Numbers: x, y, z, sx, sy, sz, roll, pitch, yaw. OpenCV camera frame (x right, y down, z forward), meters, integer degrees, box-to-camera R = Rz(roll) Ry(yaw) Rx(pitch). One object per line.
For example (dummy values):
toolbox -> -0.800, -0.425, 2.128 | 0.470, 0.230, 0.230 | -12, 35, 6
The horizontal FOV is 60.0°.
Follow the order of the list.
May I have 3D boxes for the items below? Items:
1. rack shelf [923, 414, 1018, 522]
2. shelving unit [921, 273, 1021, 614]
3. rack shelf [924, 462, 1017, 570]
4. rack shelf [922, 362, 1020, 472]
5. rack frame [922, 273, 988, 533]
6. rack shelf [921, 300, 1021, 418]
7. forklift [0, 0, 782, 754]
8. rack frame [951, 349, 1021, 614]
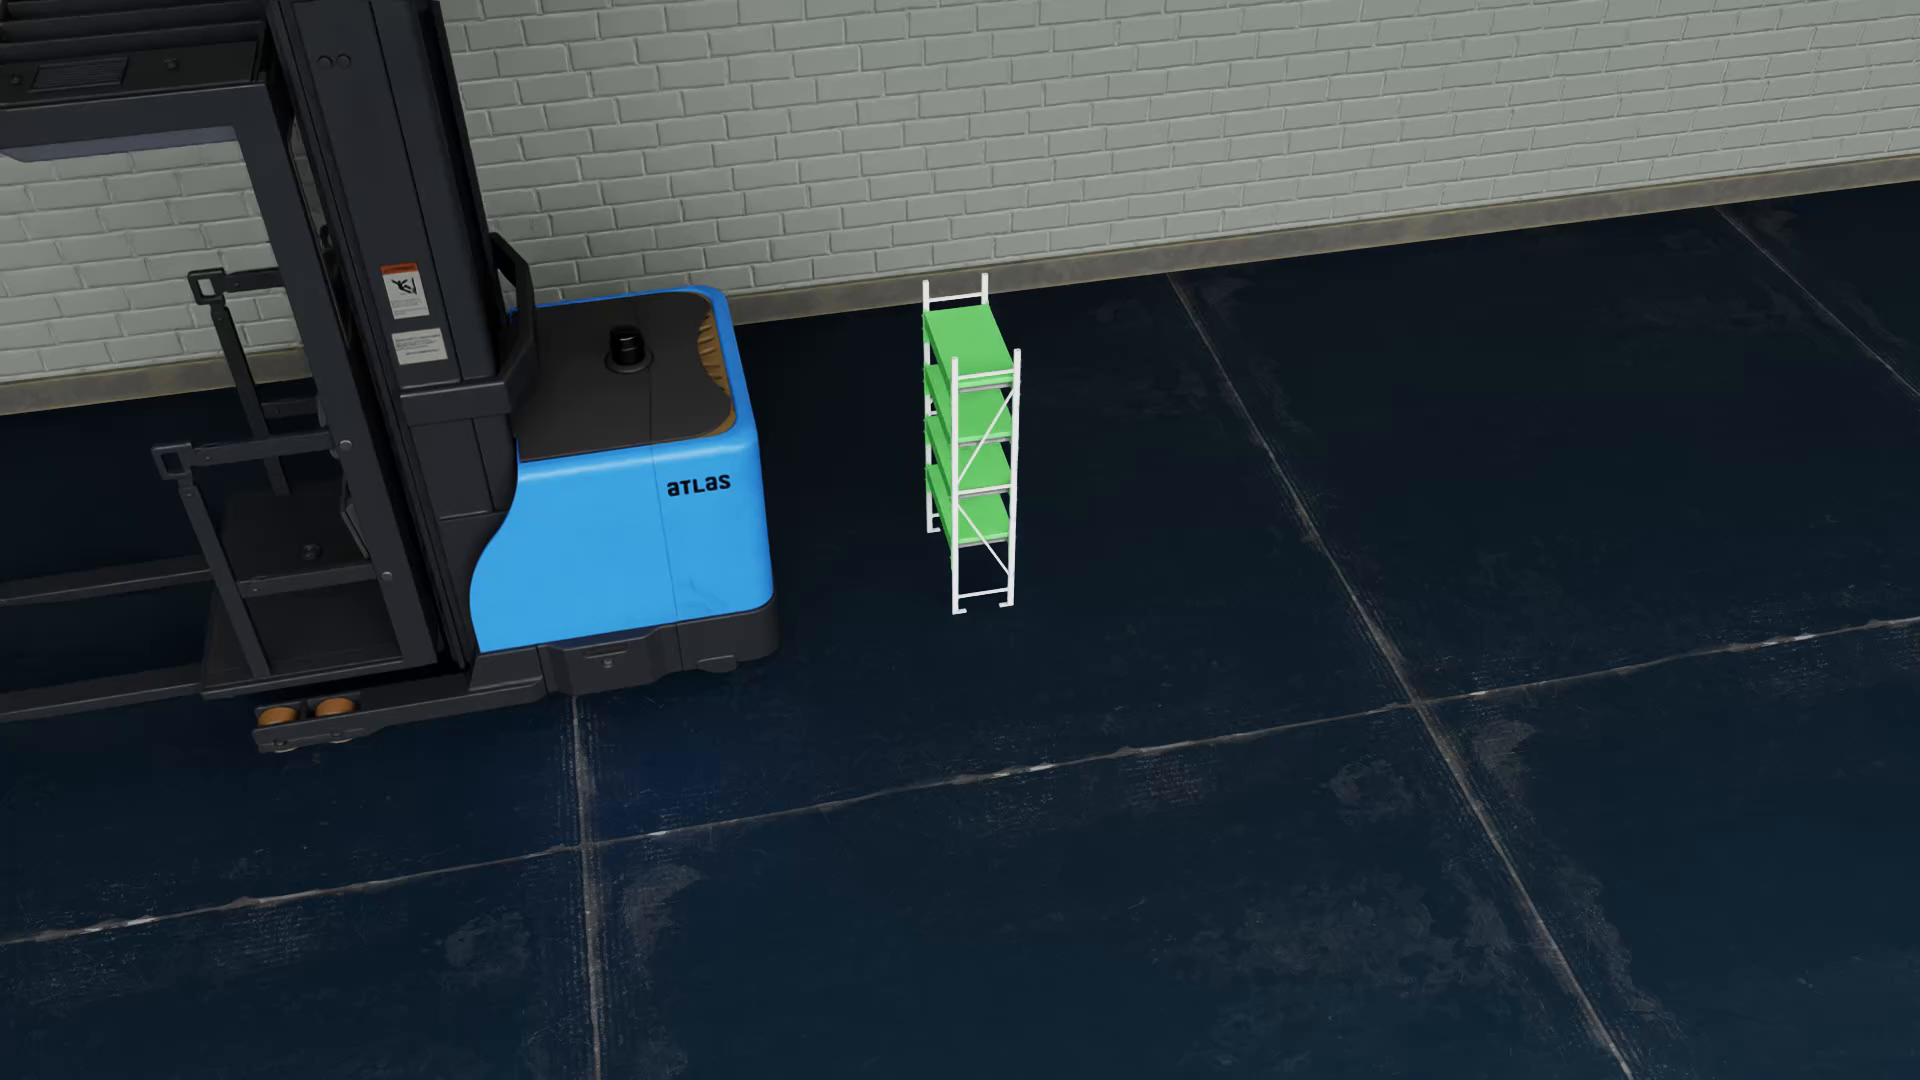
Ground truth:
rack shelf -> 0.036, -0.294, 6.273 | 0.258, 0.148, 0.480 | -8, 42, -9
shelving unit -> 0.036, -0.341, 6.231 | 0.258, 1.200, 0.503 | -8, 42, -9
rack shelf -> 0.036, -0.114, 6.433 | 0.258, 0.148, 0.480 | -8, 42, -9
rack shelf -> 0.036, -0.473, 6.114 | 0.258, 0.148, 0.480 | -8, 42, -9
rack frame -> -0.017, -0.500, 6.409 | 0.240, 1.200, 0.015 | -8, 42, -9
rack shelf -> 0.036, -0.653, 5.955 | 0.258, 0.148, 0.480 | -8, 42, -9
forklift -> -2.240, -0.730, 5.365 | 3.031, 2.935, 1.130 | -9, 42, -10
rack frame -> 0.088, -0.183, 6.053 | 0.240, 1.200, 0.015 | -8, 42, -9
